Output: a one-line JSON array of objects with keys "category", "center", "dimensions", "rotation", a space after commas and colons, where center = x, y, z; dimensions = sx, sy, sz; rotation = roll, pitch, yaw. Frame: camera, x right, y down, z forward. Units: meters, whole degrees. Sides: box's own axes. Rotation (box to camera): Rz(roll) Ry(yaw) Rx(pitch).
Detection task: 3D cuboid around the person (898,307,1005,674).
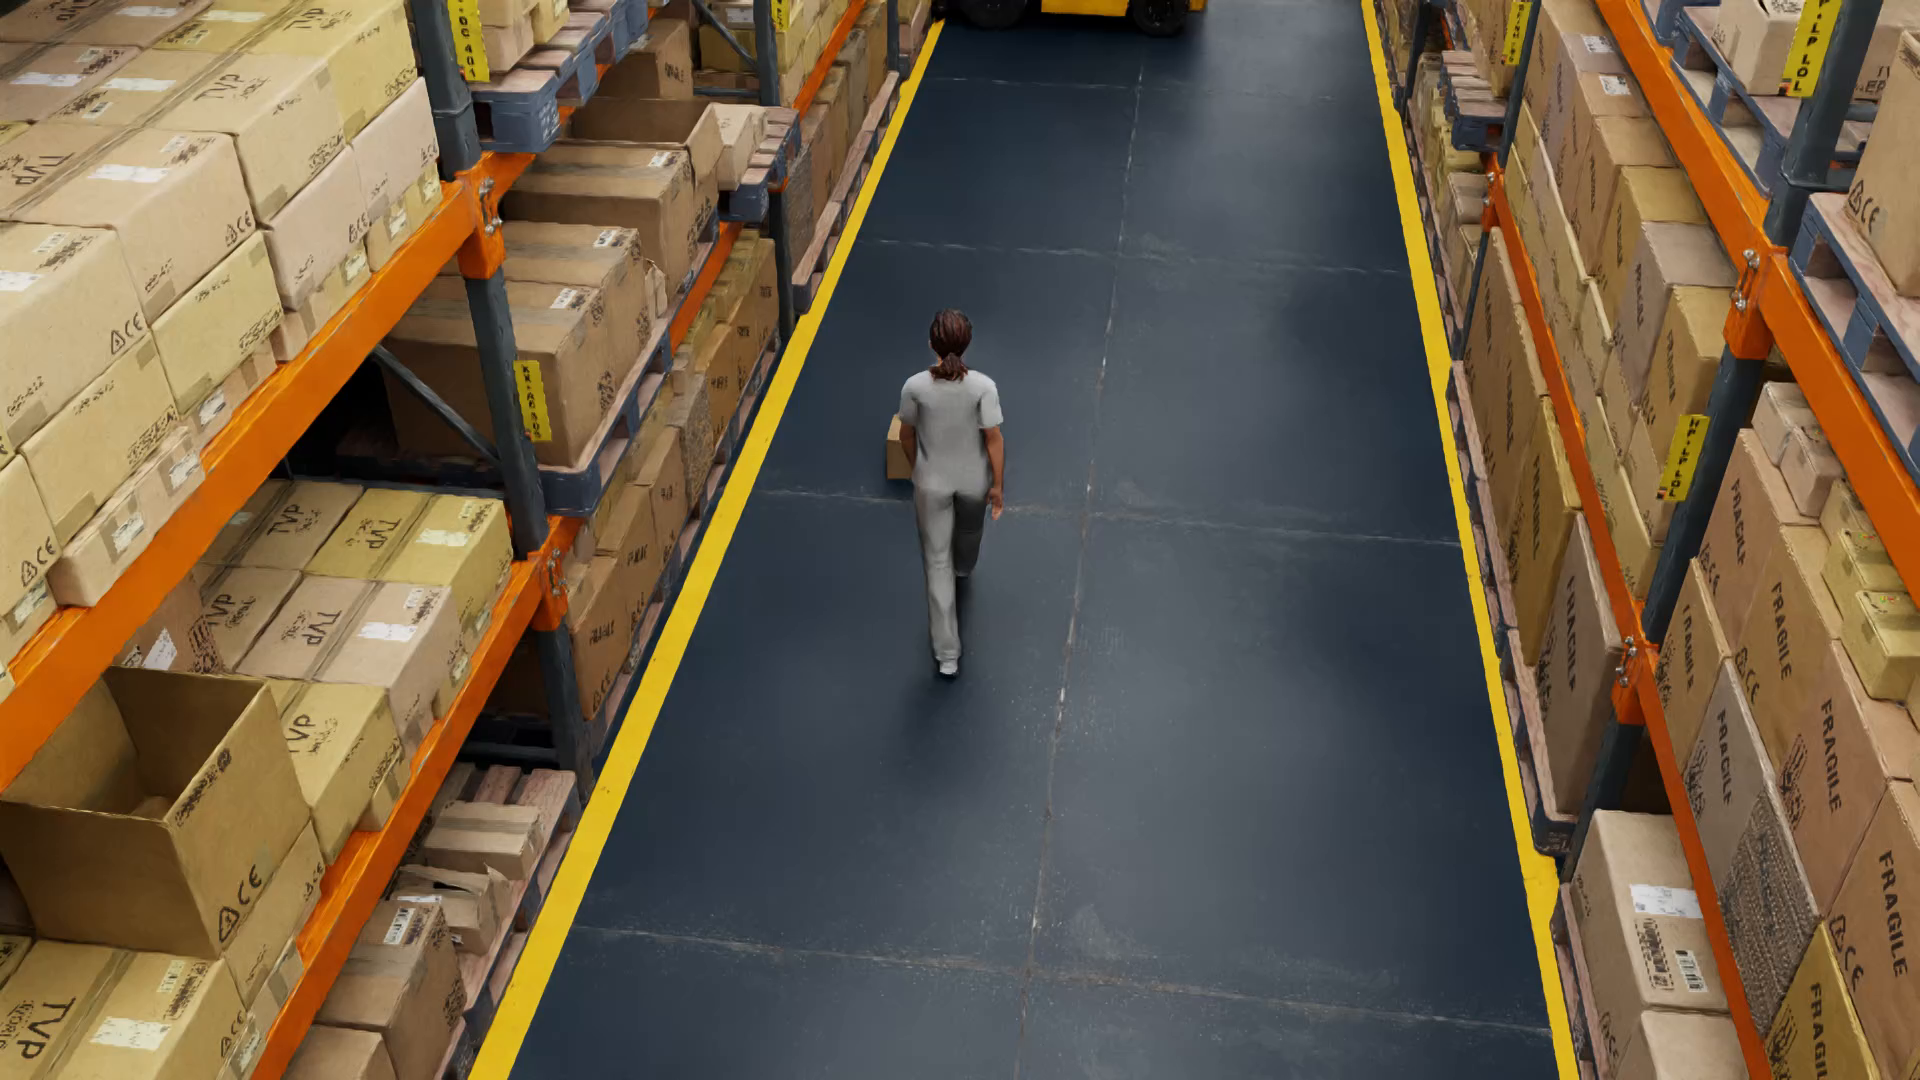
[{"category": "person", "center": [-0.050, -0.327, 7.476], "dimensions": [0.457, 1.610, 0.994], "rotation": [-3, 36, -5]}]
